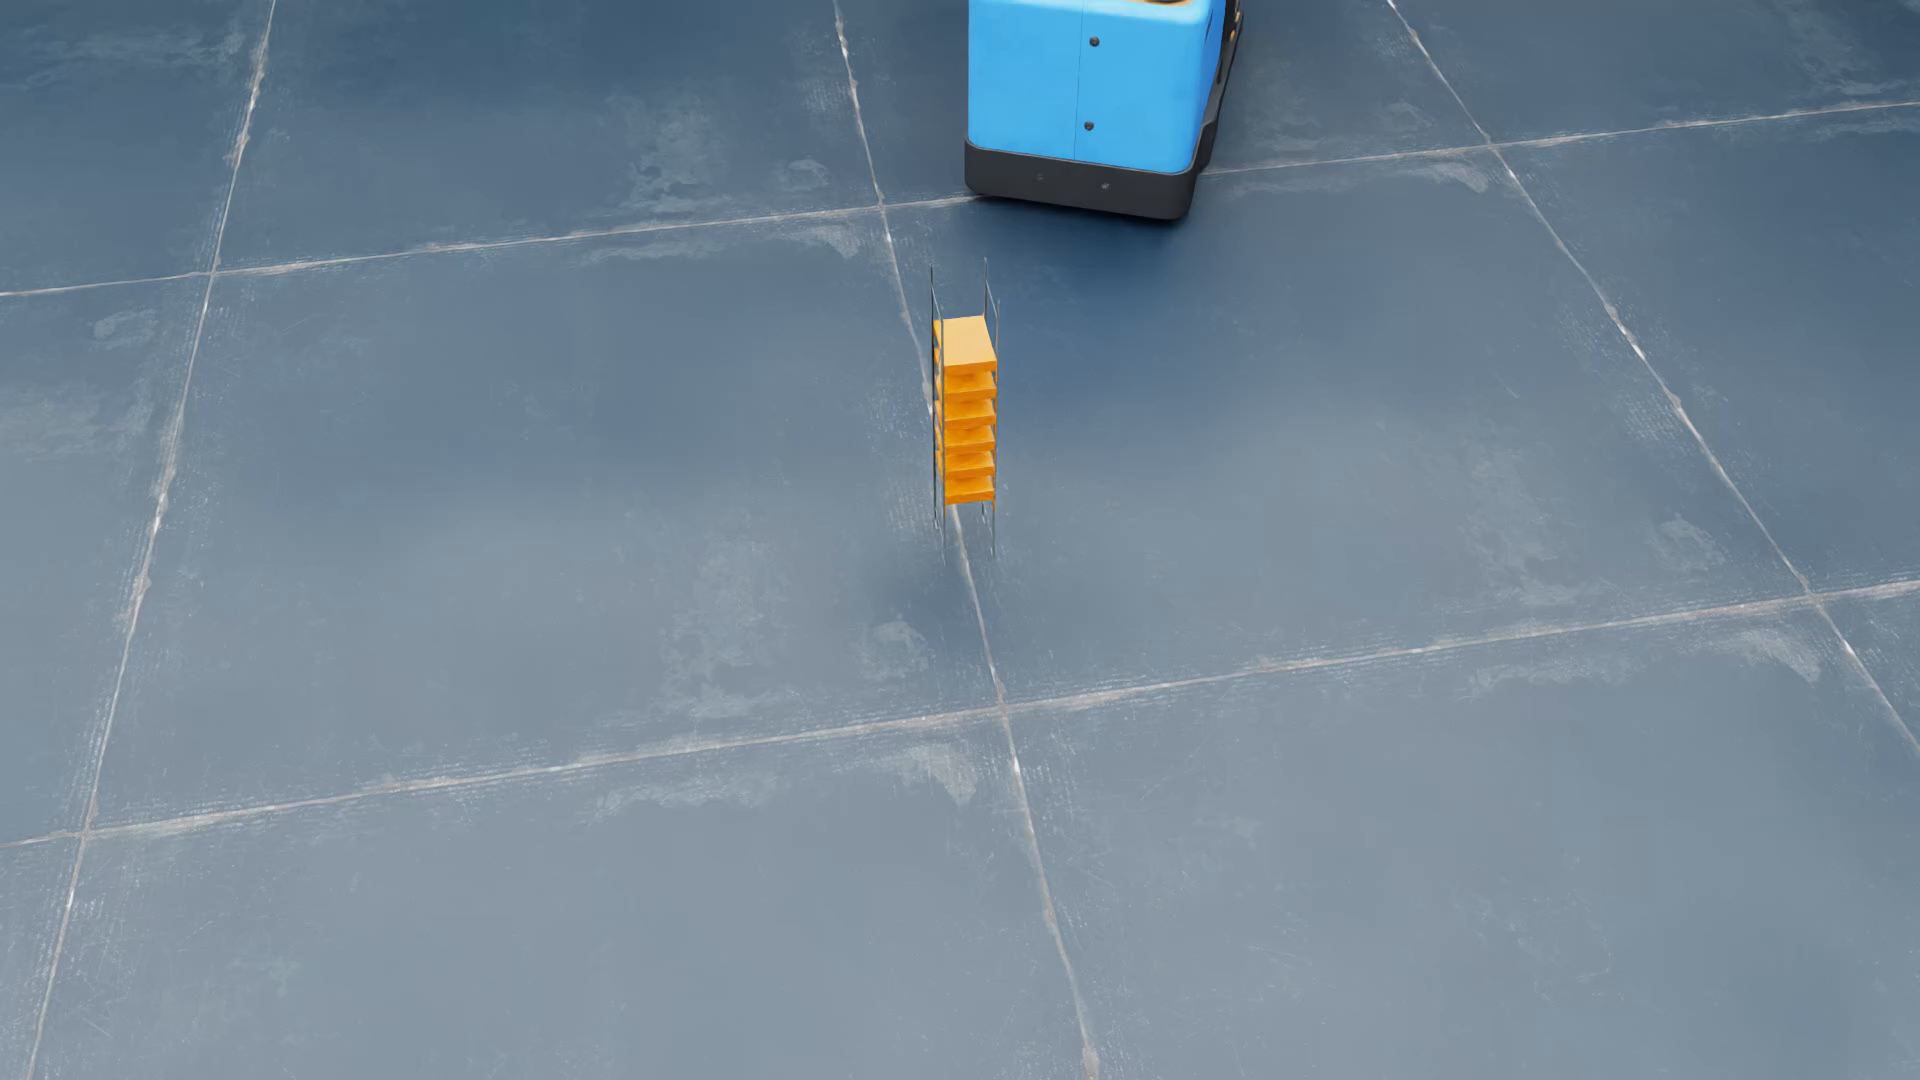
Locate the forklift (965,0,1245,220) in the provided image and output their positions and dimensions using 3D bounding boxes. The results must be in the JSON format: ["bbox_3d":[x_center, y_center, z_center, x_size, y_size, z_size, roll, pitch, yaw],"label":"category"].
[{"bbox_3d":[0.874,-3.555,7.639,1.130,2.935,3.031,10,47,10],"label":"forklift"}]

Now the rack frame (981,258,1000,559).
[{"bbox_3d":[0.104,-0.429,5.830,0.006,1.200,0.240,-7,46,-7],"label":"rack frame"}]

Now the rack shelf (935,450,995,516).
[{"bbox_3d":[0.014,-0.221,6.024,0.180,0.103,0.258,-7,46,-7],"label":"rack shelf"}]

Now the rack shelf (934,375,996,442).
[{"bbox_3d":[0.014,-0.471,5.765,0.180,0.103,0.258,-7,46,-7],"label":"rack shelf"}]

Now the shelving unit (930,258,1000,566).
[{"bbox_3d":[0.014,-0.418,5.820,0.189,1.200,0.258,-7,46,-7],"label":"shelving unit"}]

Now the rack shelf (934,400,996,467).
[{"bbox_3d":[0.014,-0.387,5.852,0.180,0.103,0.258,-7,46,-7],"label":"rack shelf"}]

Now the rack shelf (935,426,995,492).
[{"bbox_3d":[0.014,-0.304,5.938,0.180,0.103,0.258,-7,46,-7],"label":"rack shelf"}]

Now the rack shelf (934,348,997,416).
[{"bbox_3d":[0.014,-0.554,5.679,0.180,0.103,0.258,-7,46,-7],"label":"rack shelf"}]

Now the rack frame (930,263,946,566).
[{"bbox_3d":[-0.076,-0.407,5.809,0.006,1.200,0.240,-7,46,-7],"label":"rack frame"}]

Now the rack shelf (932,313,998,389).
[{"bbox_3d":[0.014,-0.637,5.592,0.180,0.103,0.258,-7,46,-7],"label":"rack shelf"}]
